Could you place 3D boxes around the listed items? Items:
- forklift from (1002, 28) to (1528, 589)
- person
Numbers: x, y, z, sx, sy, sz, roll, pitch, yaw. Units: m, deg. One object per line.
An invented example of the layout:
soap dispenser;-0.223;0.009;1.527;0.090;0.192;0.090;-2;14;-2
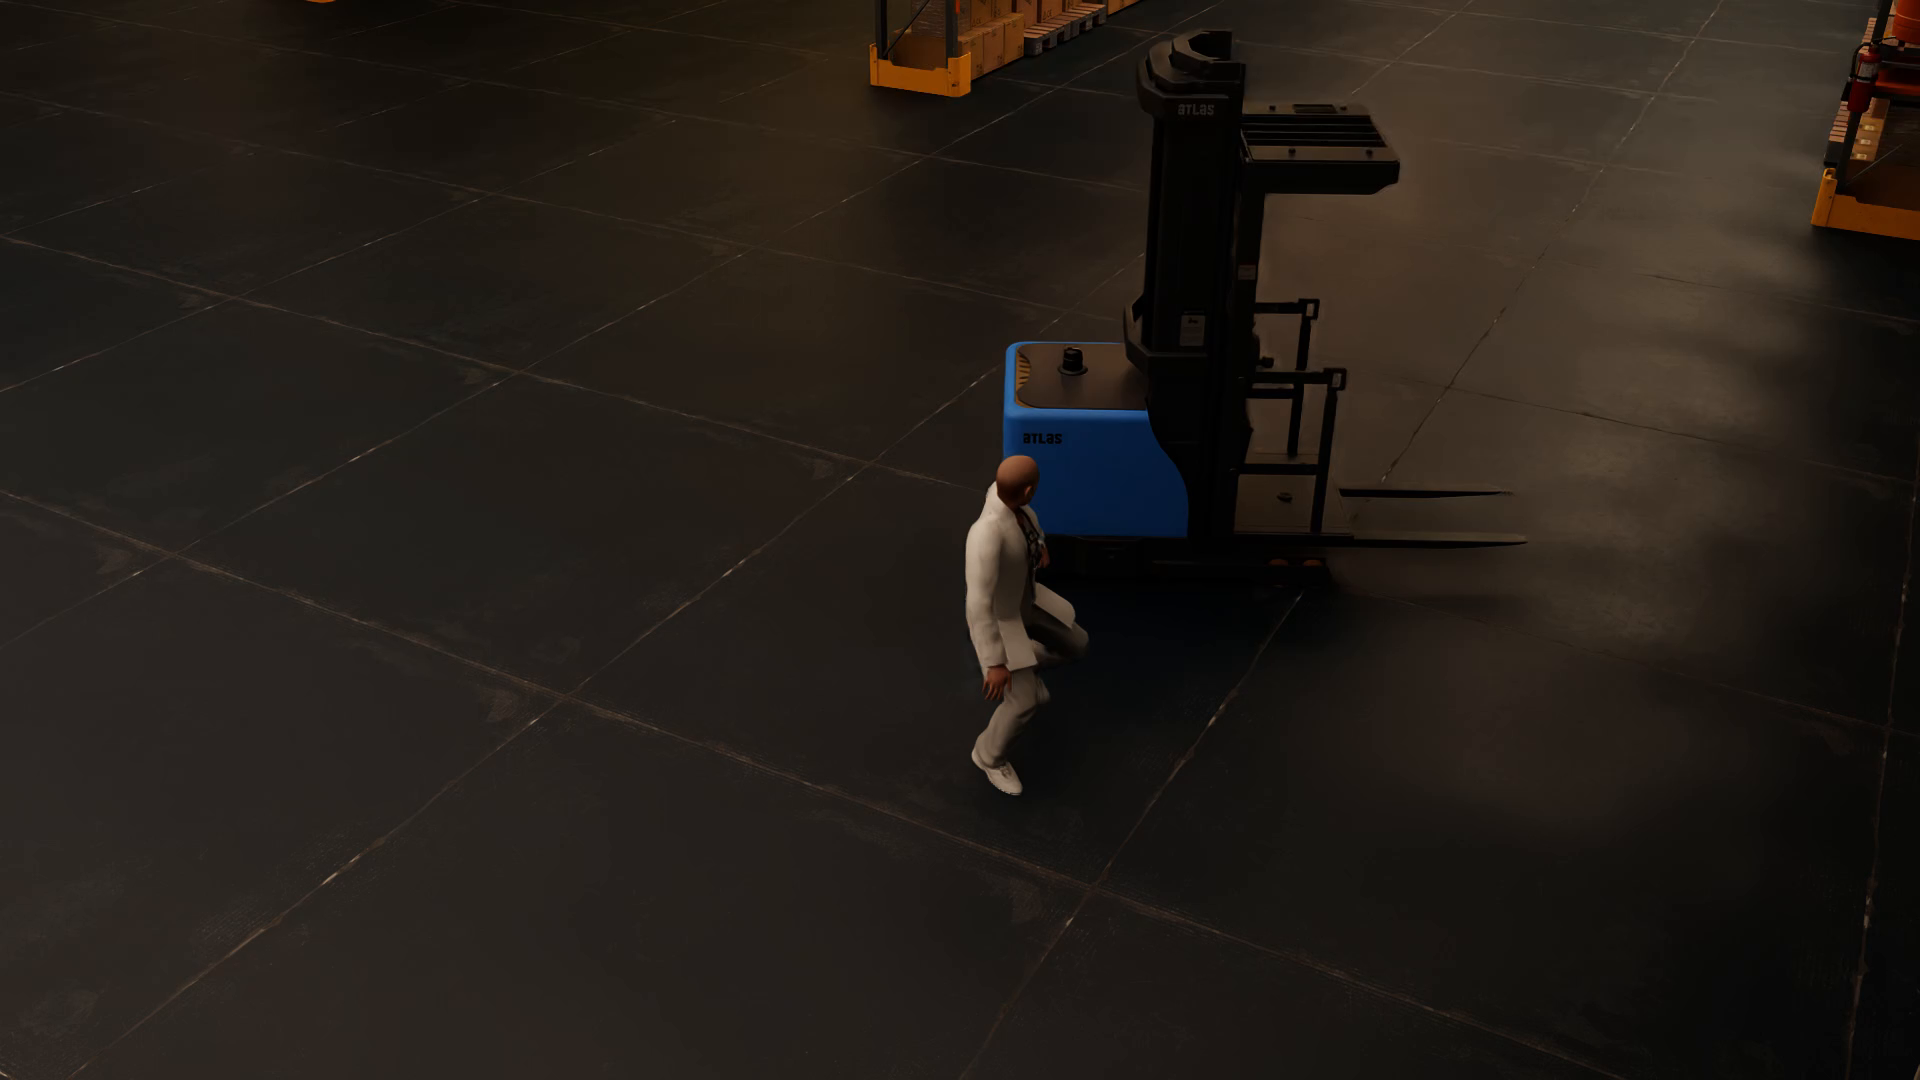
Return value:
forklift;1.757;-1.261;9.256;3.031;2.935;1.130;1;30;2
person;0.253;0.340;7.811;0.543;1.662;1.026;16;34;26
